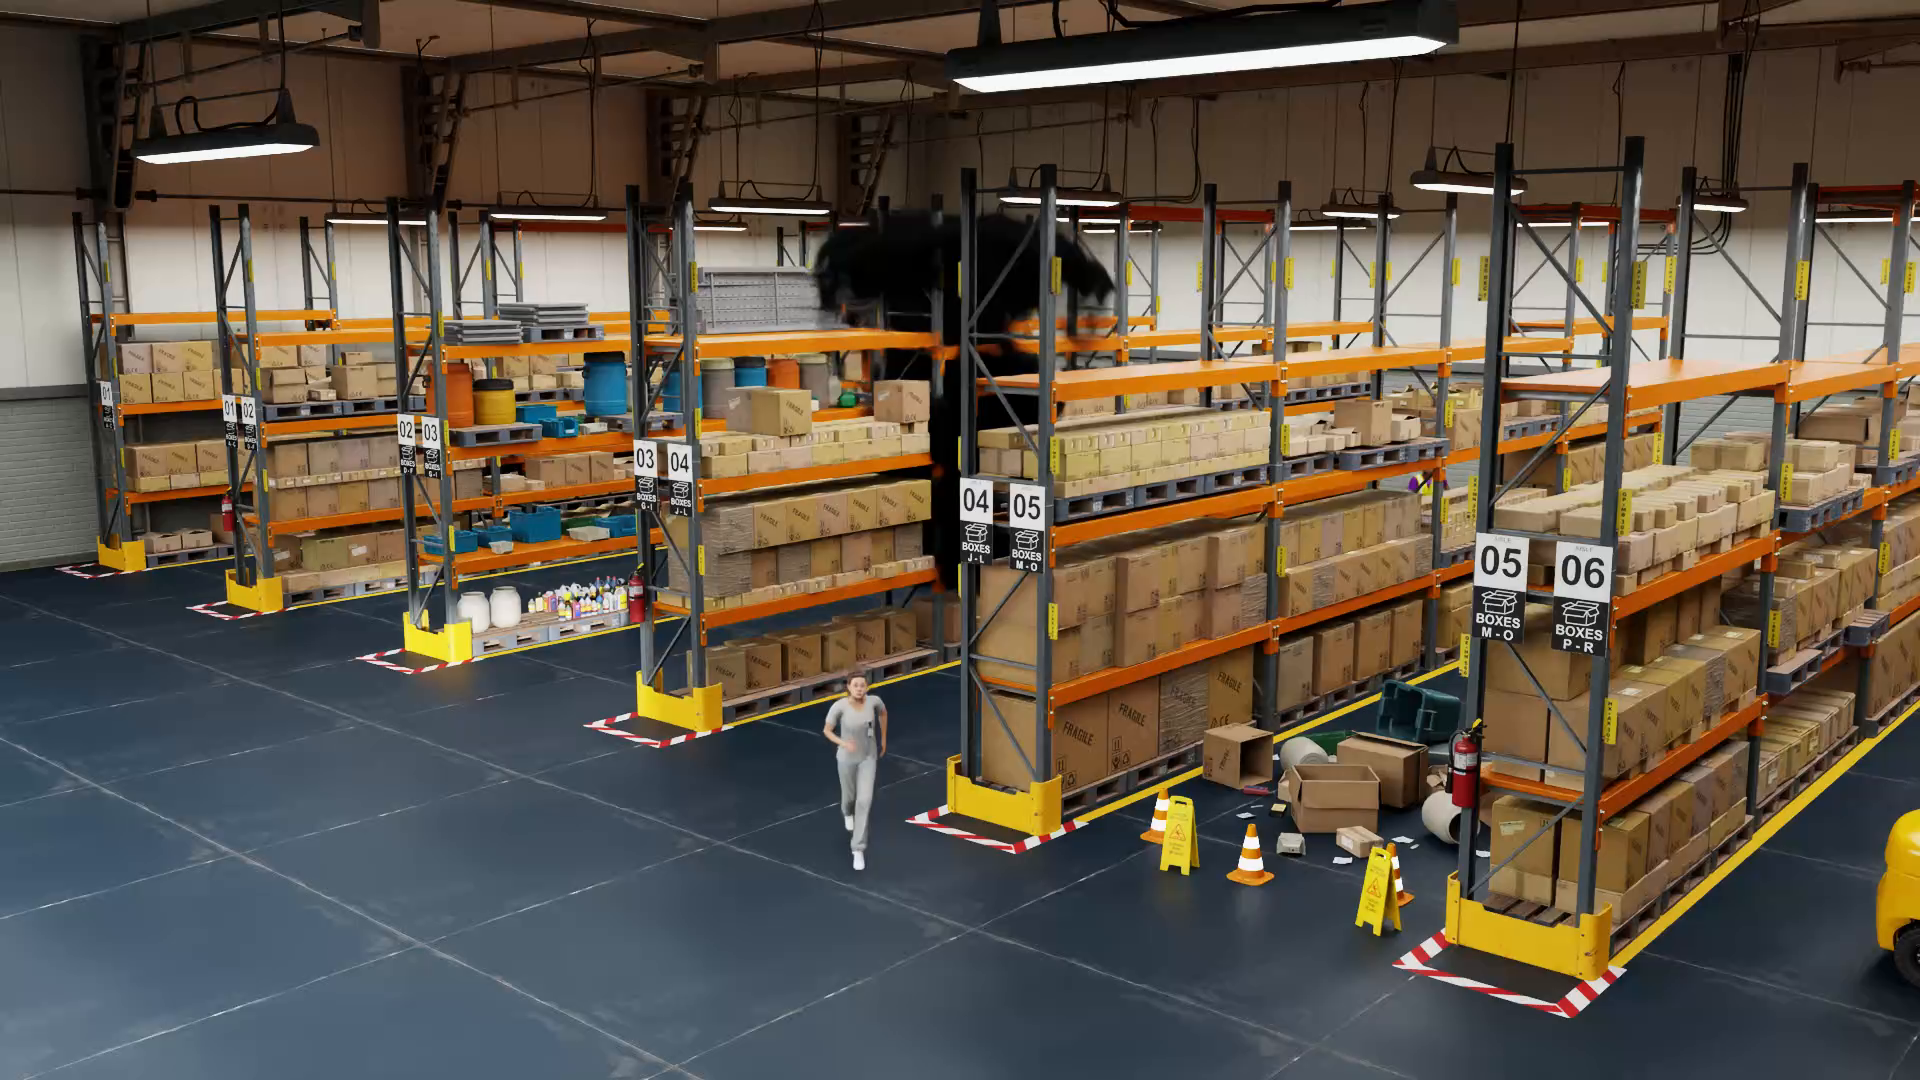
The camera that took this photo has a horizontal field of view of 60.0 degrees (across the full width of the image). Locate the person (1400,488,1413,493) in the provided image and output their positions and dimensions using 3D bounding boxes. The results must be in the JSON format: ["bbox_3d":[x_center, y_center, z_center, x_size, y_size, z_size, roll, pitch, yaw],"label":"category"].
[{"bbox_3d":[6.773,0.125,25.264,0.640,1.852,0.795,9,13,43],"label":"person"}]

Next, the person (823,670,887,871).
[{"bbox_3d":[-0.911,1.937,14.630,0.587,1.670,1.013,-2,10,-11],"label":"person"}]

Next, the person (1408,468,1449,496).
[{"bbox_3d":[8.220,-0.548,29.210,0.700,1.765,0.832,3,10,19],"label":"person"}]
